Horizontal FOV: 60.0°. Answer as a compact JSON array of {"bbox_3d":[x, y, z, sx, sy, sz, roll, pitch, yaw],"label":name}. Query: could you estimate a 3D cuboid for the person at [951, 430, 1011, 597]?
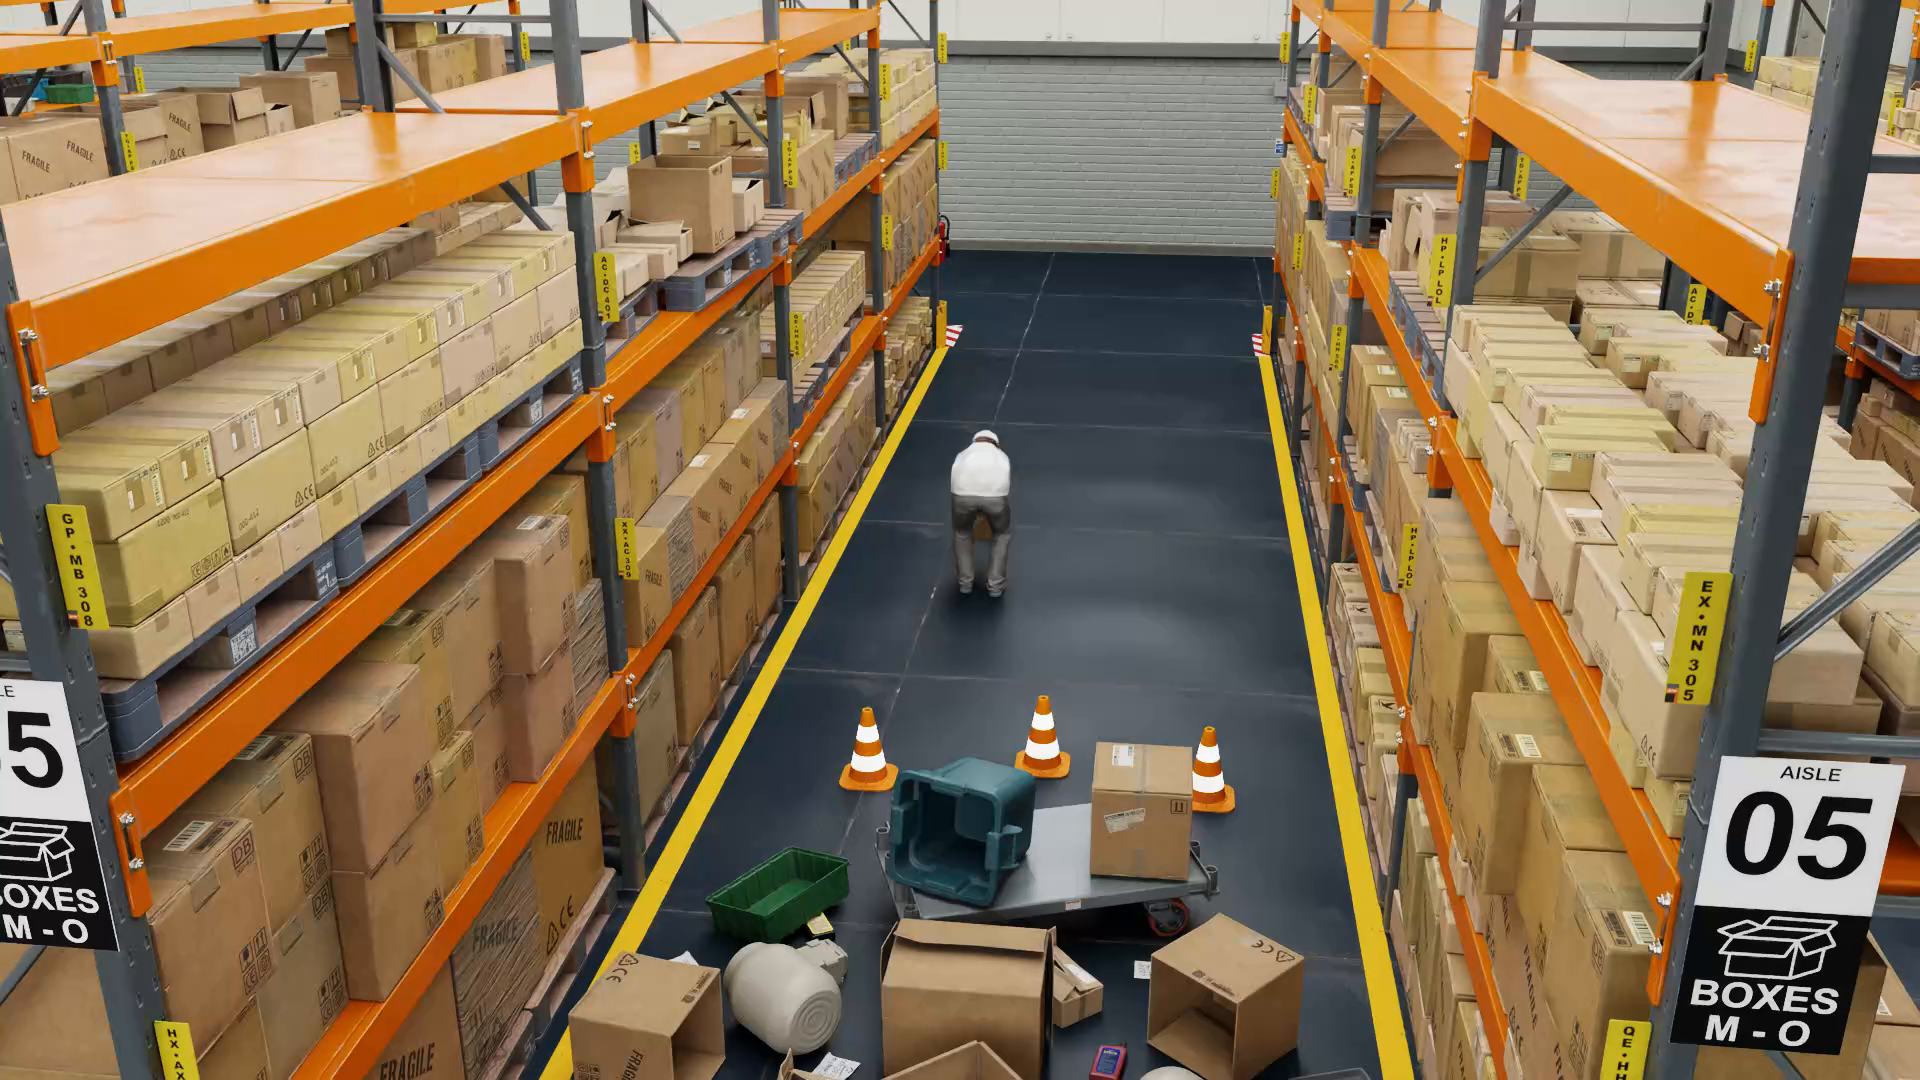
[{"bbox_3d":[0.174,-0.216,12.942,0.466,1.124,1.006,2,21,5],"label":"person"}]
